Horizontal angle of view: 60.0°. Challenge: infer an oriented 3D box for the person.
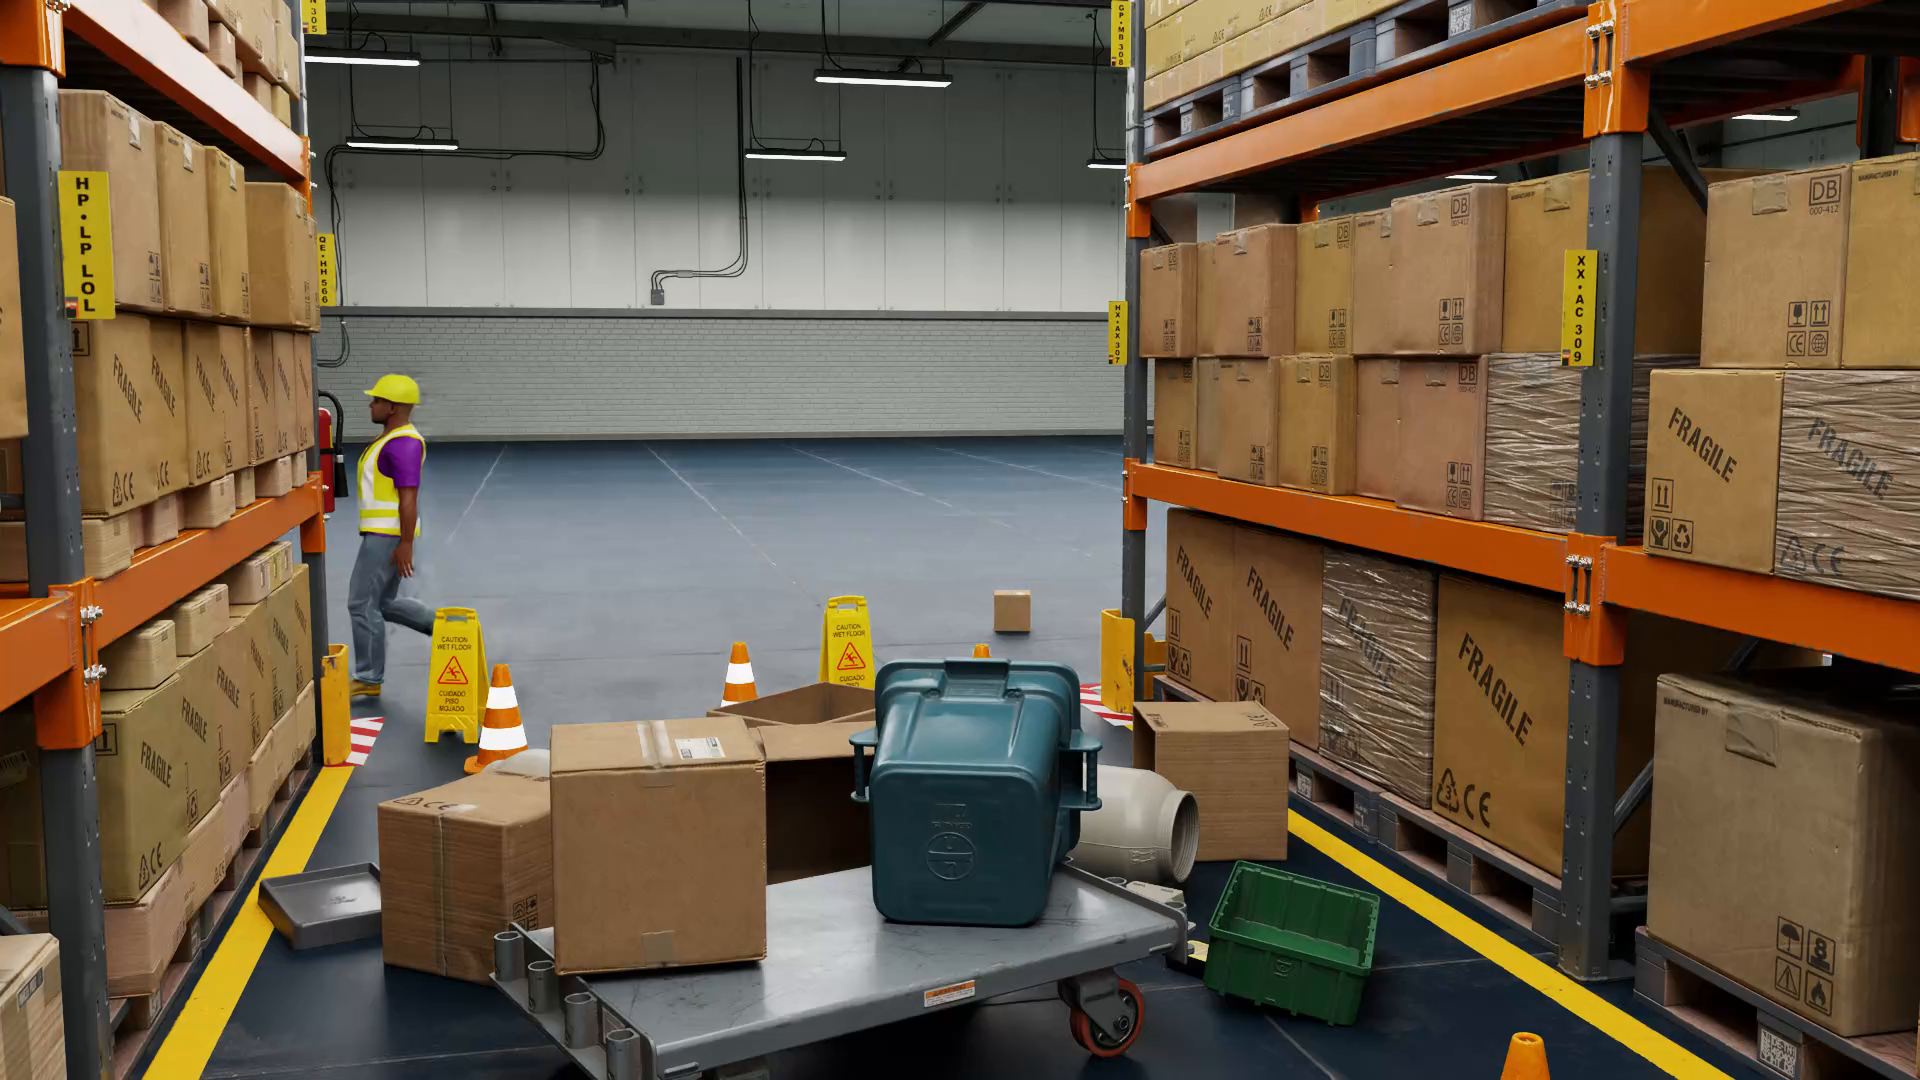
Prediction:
[{"bbox_3d":[-3.085,-0.030,9.081,0.818,1.744,0.566,-2,7,-22],"label":"person"}]
